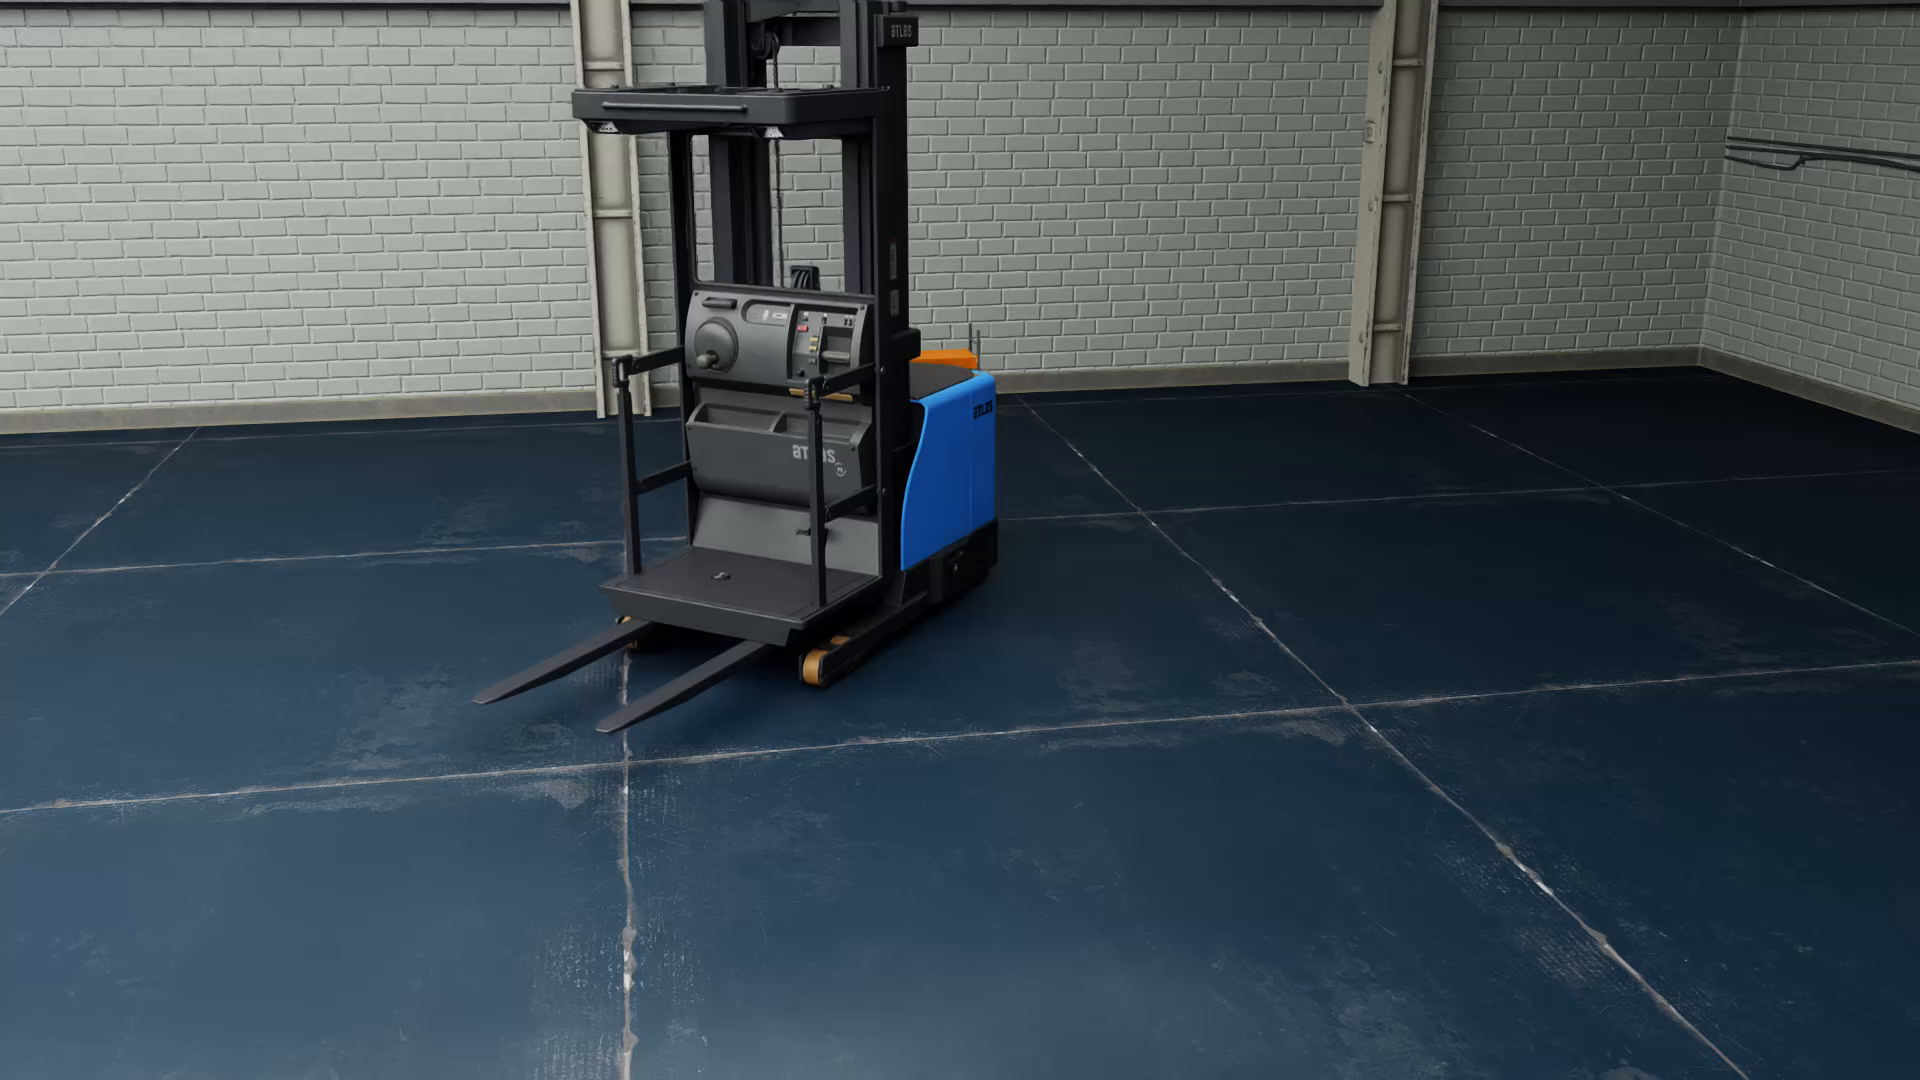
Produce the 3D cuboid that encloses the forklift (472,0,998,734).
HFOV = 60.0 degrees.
[{"bbox_3d":[-0.925,-0.909,7.279,1.130,2.935,3.031,9,19,26],"label":"forklift"}]

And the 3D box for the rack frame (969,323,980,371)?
[{"bbox_3d":[0.077,-0.578,9.150,0.015,1.200,0.240,-3,17,-10],"label":"rack frame"}]

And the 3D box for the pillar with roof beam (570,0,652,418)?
[{"bbox_3d":[-1.685,-4.013,7.052,0.400,9.000,9.100,-3,17,-10],"label":"pillar with roof beam"}]

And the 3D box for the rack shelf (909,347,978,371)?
[{"bbox_3d":[-0.163,-0.940,8.990,0.480,0.148,0.258,-3,17,-10],"label":"rack shelf"}]

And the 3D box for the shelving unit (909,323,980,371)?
[{"bbox_3d":[-0.163,-0.564,9.106,0.503,1.200,0.258,-3,17,-10],"label":"shelving unit"}]

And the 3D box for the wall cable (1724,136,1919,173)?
[{"bbox_3d":[6.532,-3.887,11.930,0.112,2.526,3.097,-3,17,-10],"label":"wall cable"}]

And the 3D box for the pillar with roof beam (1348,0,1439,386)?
[{"bbox_3d":[4.206,-4.348,8.140,0.400,9.000,9.100,-3,17,-10],"label":"pillar with roof beam"}]
